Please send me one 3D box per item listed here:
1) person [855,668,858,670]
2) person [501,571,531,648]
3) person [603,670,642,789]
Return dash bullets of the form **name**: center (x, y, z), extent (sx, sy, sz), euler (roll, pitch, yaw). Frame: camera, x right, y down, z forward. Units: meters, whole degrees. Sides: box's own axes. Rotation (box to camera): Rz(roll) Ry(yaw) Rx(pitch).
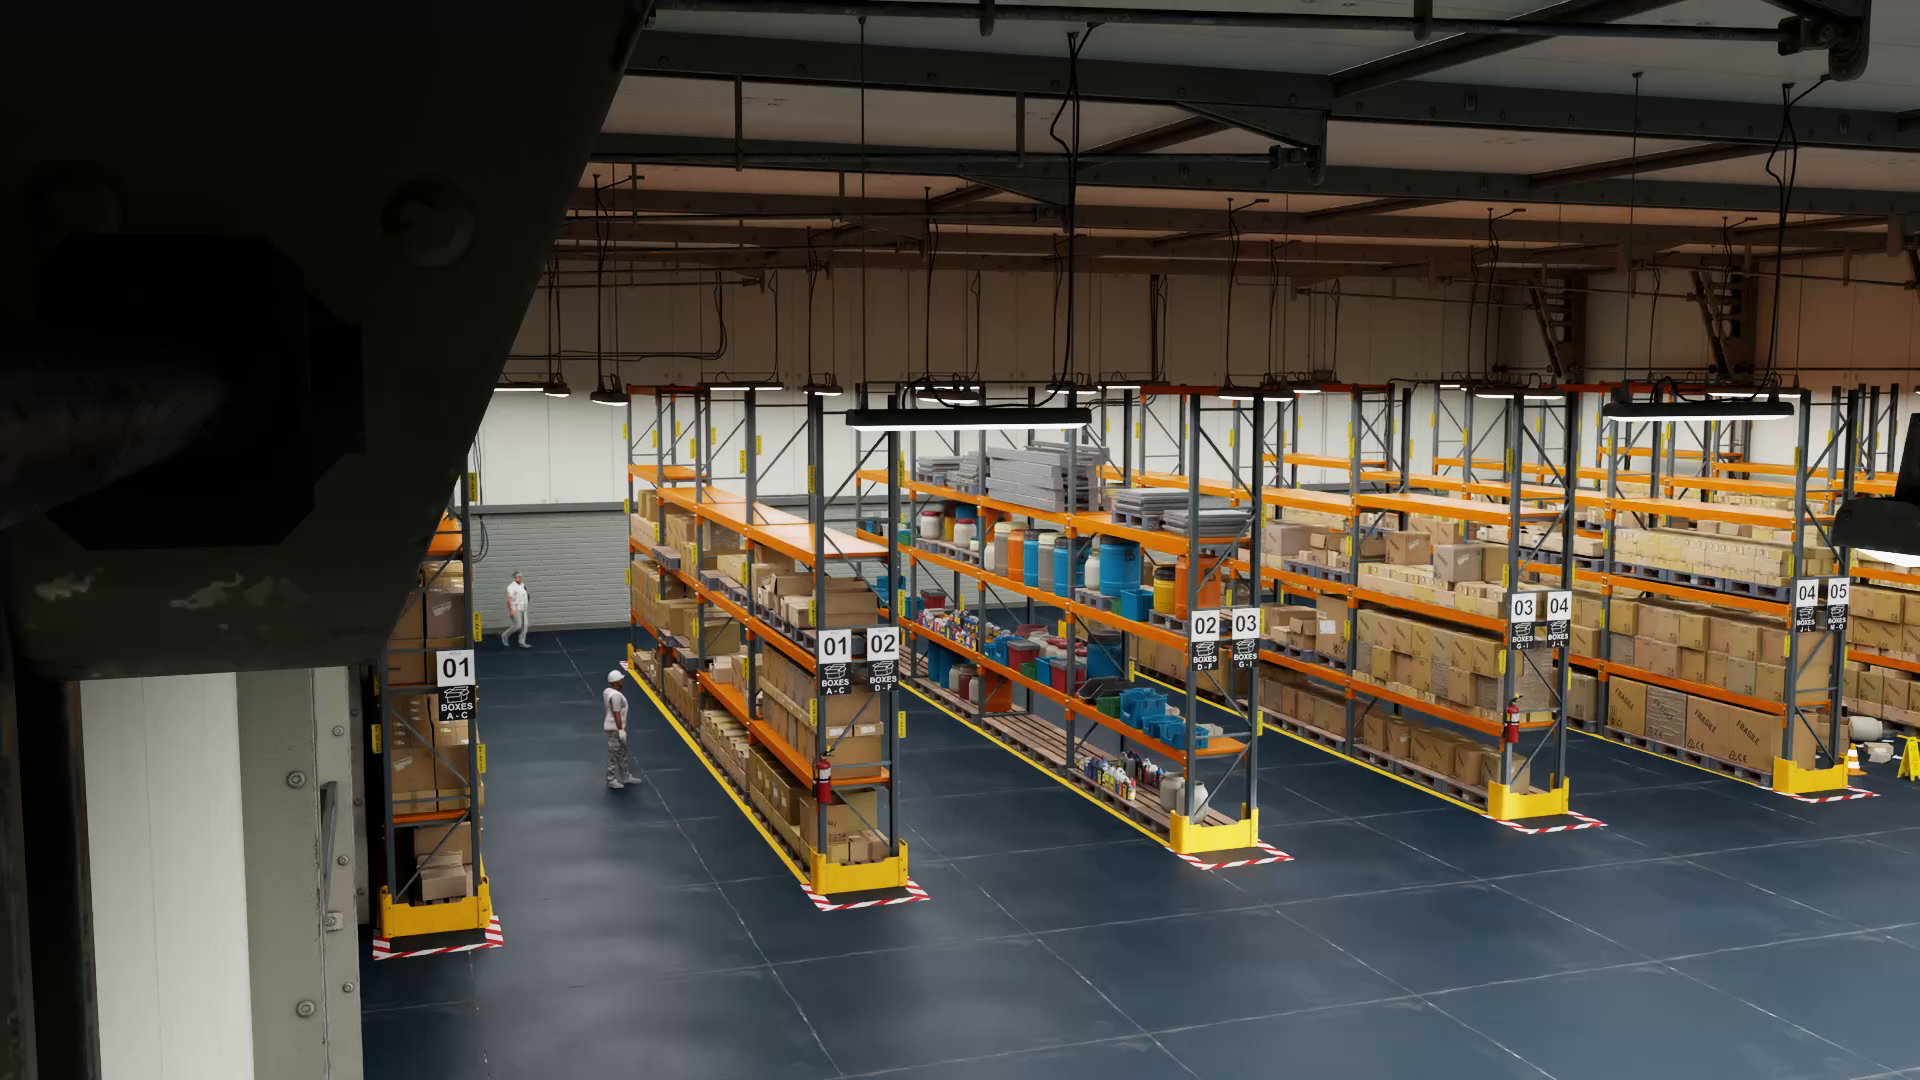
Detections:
- **person**: center (-2.114, 2.042, 32.551), extent (0.497, 1.780, 0.591), euler (-2, 6, -18)
- **person**: center (-10.027, 1.561, 37.626), extent (0.617, 1.757, 0.568), euler (2, 6, 18)
- **person**: center (-5.129, 2.854, 25.170), extent (0.538, 1.792, 0.627), euler (-1, 6, -6)
